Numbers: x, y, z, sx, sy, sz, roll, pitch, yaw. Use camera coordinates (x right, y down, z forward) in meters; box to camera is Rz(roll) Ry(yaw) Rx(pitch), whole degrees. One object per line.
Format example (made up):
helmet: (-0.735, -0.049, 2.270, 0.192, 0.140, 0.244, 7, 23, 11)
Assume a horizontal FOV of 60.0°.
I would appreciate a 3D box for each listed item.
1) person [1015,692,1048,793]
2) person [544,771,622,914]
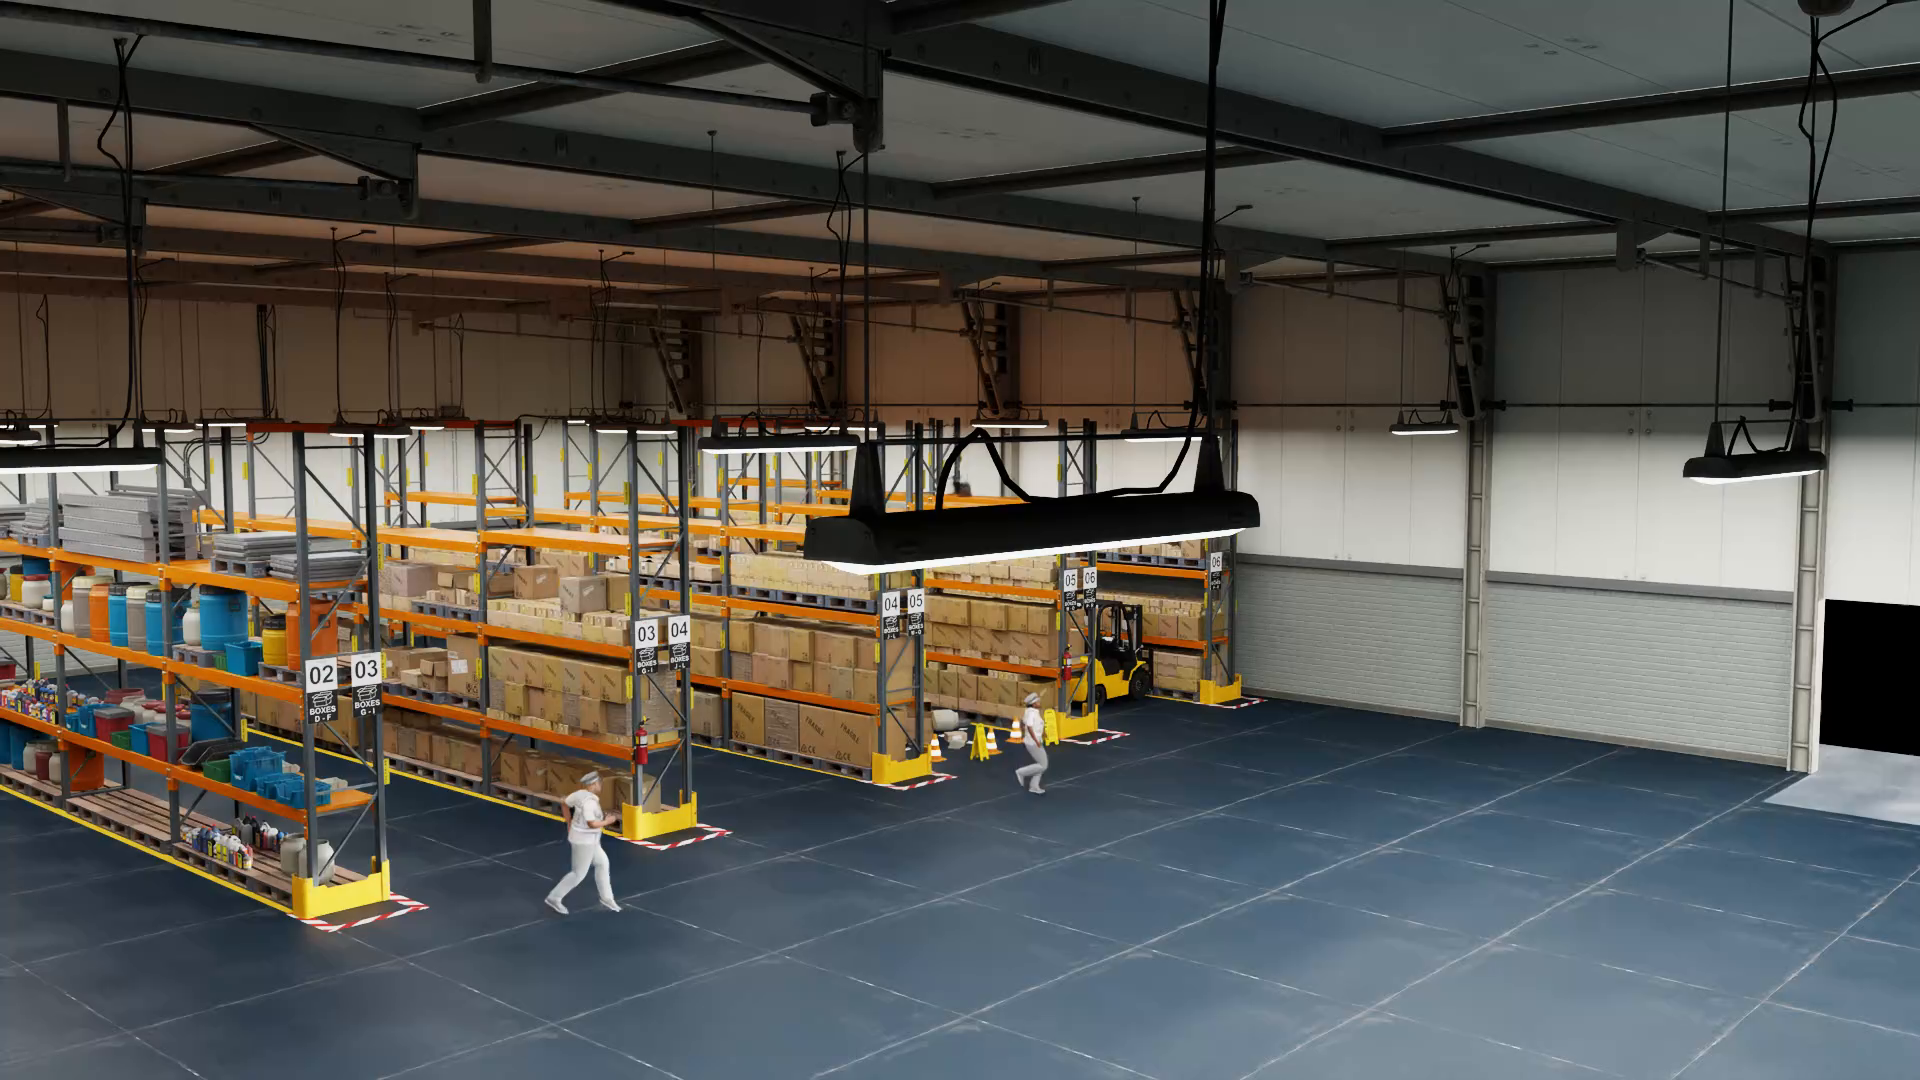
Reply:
person: (1.169, 3.303, 27.045, 0.563, 1.664, 0.615, -1, 5, -7)
person: (-4.678, 3.774, 20.599, 0.961, 1.828, 0.688, -2, 5, -23)
